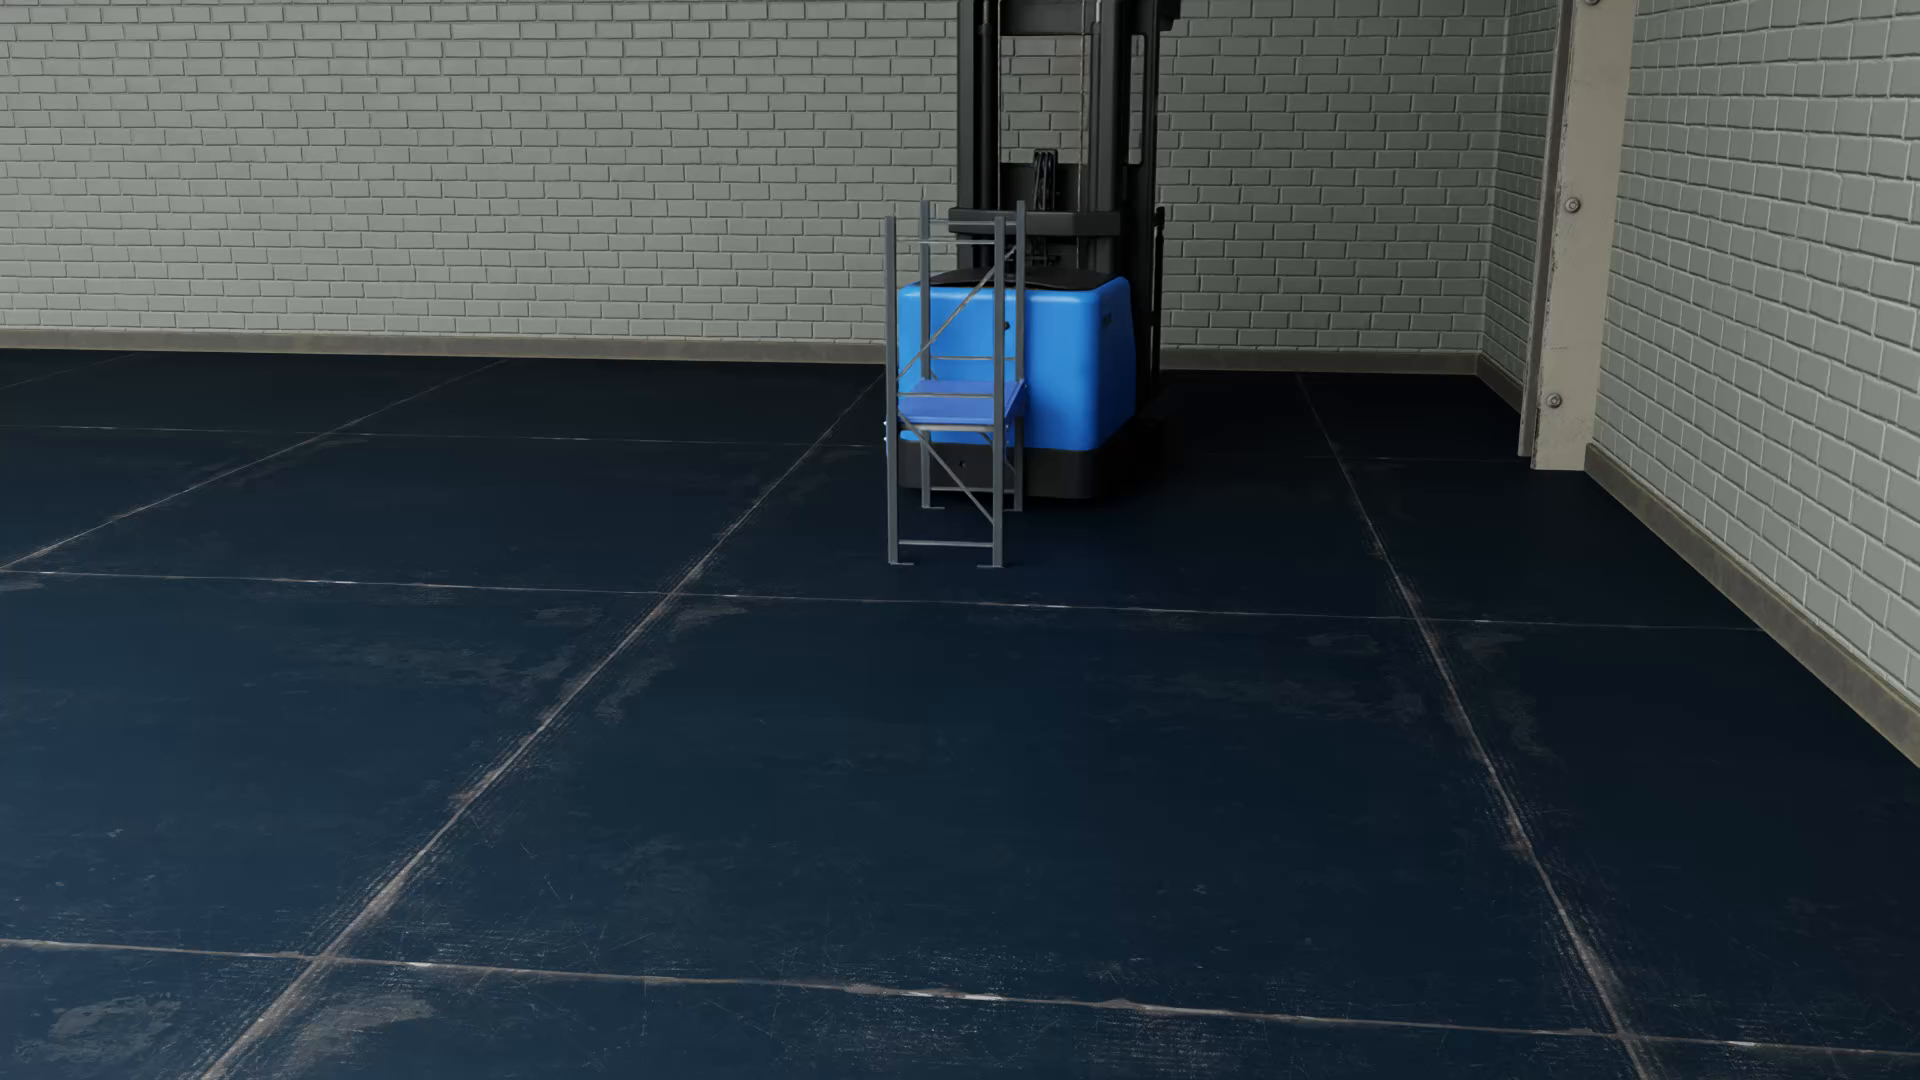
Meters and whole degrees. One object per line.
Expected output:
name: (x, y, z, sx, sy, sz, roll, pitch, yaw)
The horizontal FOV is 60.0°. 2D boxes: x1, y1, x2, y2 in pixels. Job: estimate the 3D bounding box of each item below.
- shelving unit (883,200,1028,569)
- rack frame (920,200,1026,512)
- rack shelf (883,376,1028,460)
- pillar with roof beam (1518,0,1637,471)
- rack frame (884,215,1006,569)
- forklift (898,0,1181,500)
shelving unit: (-0.001, -0.740, 7.527, 0.538, 1.500, 1.048, 2, 15, 7)
rack frame: (0.061, -0.872, 8.014, 0.500, 1.500, 0.032, 2, 15, 7)
rack shelf: (-0.001, -0.567, 7.574, 0.538, 0.185, 1.000, 2, 15, 7)
pillar with roof beam: (-0.971, -4.905, 8.562, 9.100, 9.000, 0.400, 2, 15, 6)
rack frame: (-0.062, -0.609, 7.040, 0.500, 1.500, 0.032, 2, 15, 7)
forklift: (0.588, -1.954, 9.273, 1.130, 2.935, 3.031, 4, 16, 16)
